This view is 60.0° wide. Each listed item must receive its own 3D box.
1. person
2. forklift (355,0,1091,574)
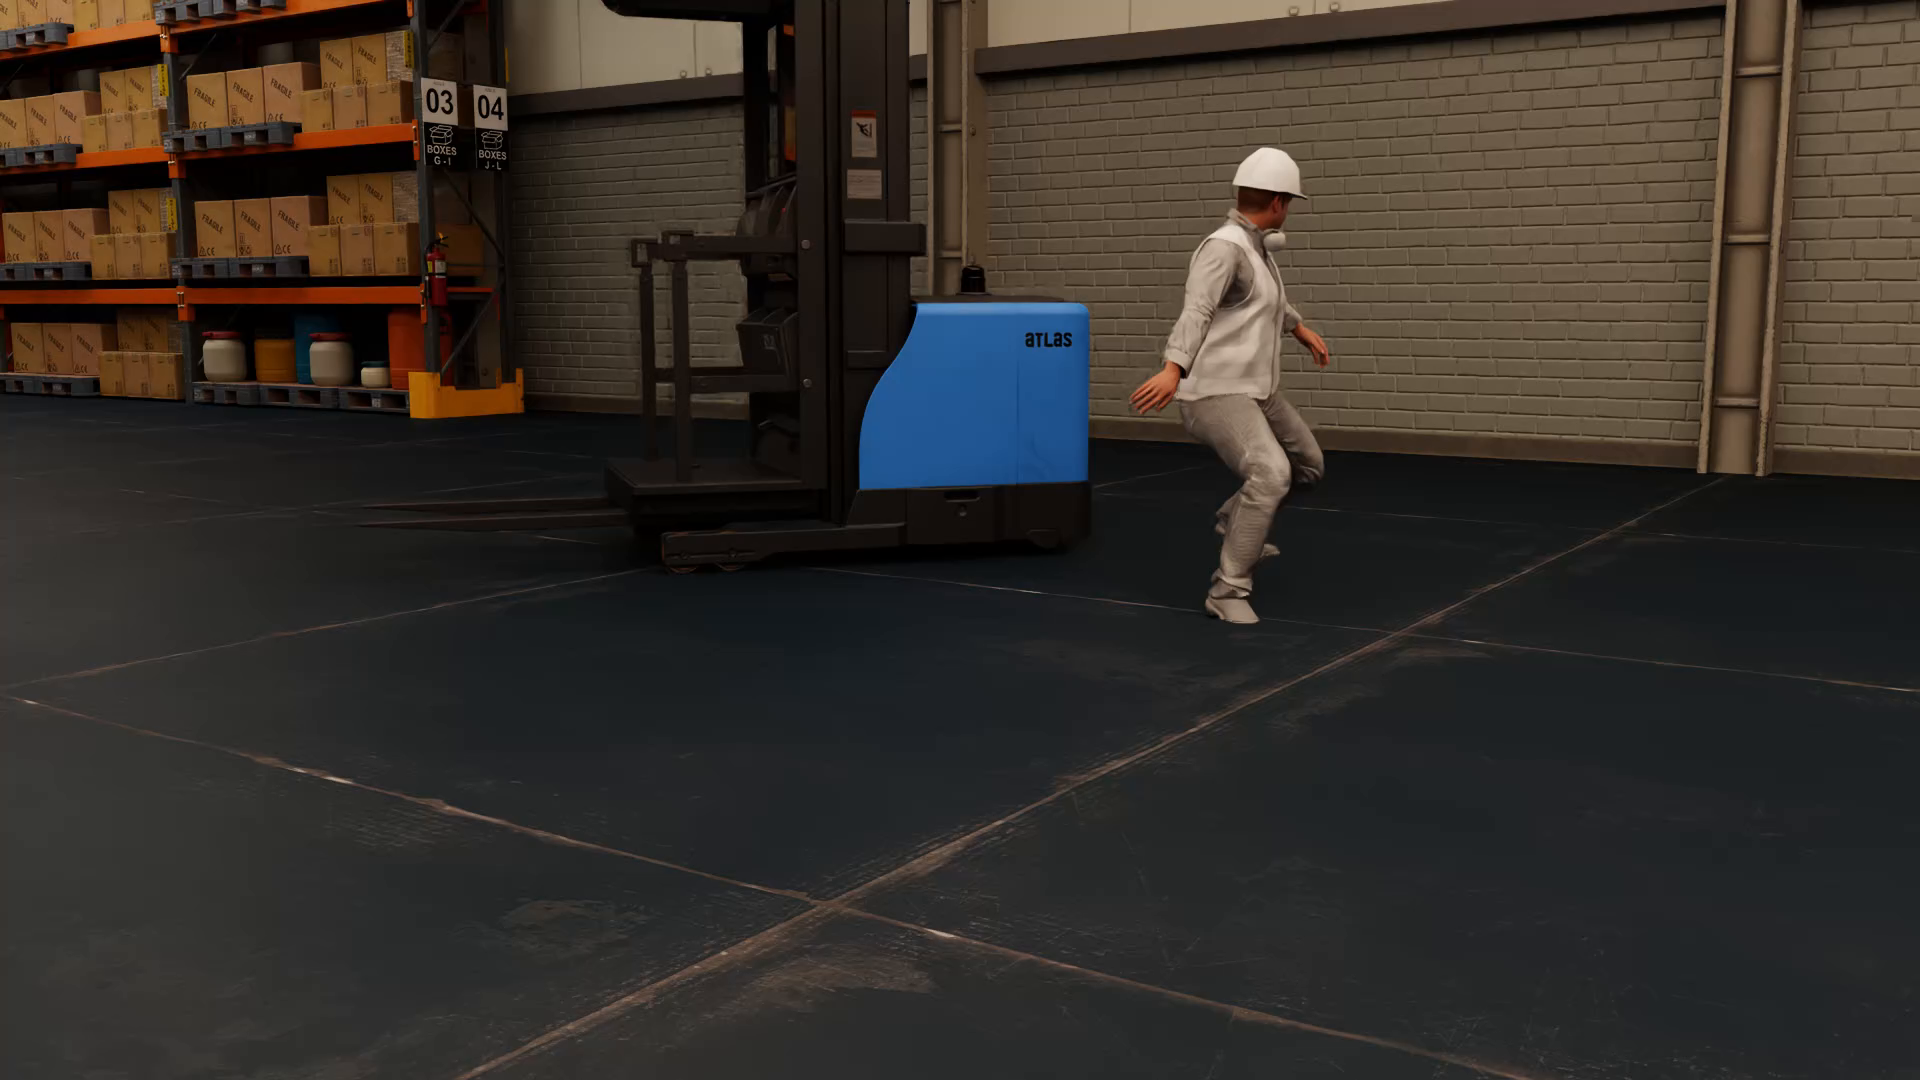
[{"bbox_3d":[1.001,-0.539,5.929,0.526,1.679,1.162,4,9,27],"label":"person"},{"bbox_3d":[-1.003,-1.400,7.036,3.031,2.935,1.130,-3,9,-18],"label":"forklift"}]
